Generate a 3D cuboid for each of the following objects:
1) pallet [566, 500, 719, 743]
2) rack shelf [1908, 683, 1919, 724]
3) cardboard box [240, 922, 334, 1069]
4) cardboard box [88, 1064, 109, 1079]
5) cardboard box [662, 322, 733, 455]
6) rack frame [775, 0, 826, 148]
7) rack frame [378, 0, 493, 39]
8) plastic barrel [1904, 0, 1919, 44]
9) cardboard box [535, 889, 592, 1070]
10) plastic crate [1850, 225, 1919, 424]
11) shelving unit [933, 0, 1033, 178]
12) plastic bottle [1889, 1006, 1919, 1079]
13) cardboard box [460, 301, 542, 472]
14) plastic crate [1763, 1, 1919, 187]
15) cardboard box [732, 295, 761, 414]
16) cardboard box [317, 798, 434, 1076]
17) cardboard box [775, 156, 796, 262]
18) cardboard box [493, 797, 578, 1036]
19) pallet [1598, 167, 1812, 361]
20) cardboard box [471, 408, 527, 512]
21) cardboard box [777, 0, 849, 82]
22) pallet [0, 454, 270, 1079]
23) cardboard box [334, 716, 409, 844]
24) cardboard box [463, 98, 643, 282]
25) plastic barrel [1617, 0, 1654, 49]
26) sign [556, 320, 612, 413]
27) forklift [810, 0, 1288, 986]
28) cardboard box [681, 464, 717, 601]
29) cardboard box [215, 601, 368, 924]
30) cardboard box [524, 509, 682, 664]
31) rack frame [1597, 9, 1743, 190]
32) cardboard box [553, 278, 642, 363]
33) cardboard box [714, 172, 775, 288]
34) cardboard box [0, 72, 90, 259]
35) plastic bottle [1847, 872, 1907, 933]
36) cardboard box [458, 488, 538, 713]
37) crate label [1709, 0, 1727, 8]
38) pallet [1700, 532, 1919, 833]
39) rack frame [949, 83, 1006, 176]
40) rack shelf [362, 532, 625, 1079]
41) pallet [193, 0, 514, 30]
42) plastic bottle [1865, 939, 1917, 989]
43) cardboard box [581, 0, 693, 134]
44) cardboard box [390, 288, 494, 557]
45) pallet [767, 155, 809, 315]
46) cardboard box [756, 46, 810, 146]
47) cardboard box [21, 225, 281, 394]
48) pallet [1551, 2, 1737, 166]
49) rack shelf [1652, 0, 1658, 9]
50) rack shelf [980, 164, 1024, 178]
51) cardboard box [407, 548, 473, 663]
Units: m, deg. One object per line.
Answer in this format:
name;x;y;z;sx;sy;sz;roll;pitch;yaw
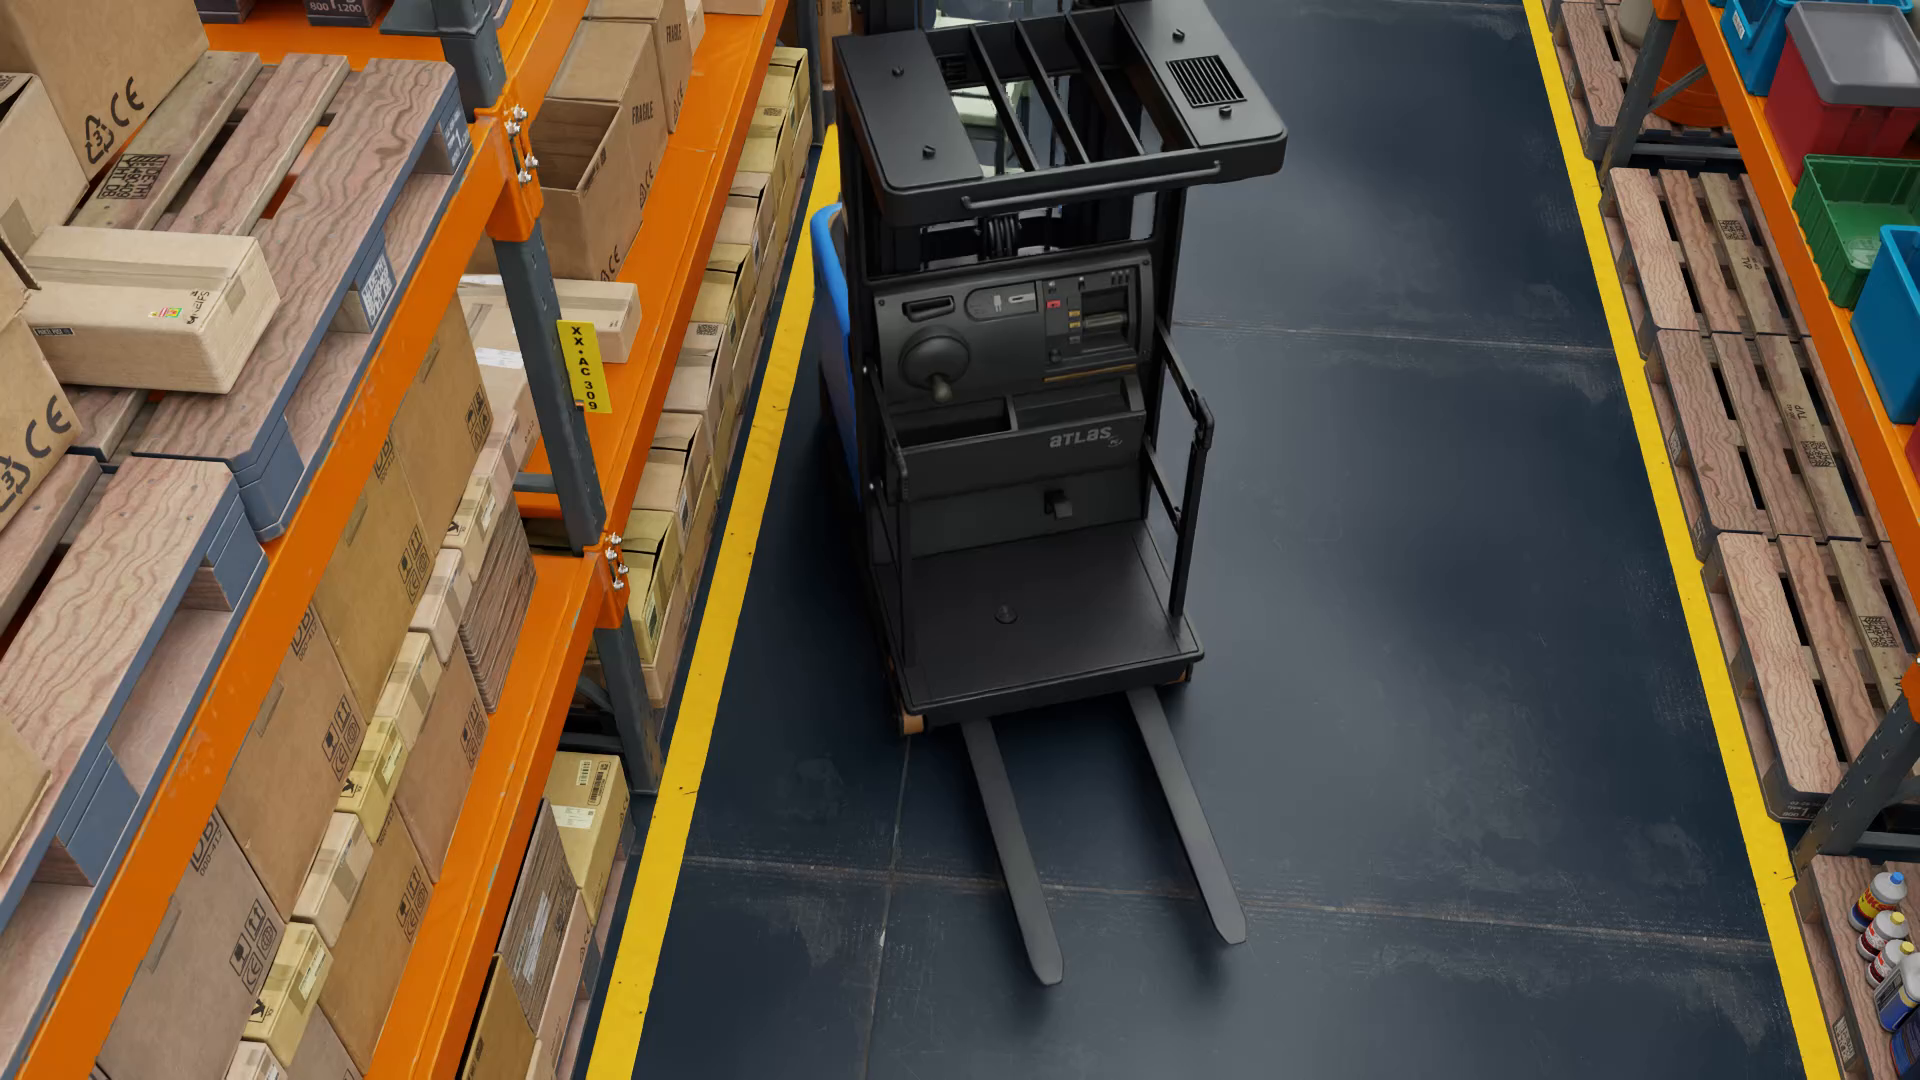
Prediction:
pallet;-1.540;0.214;6.412;1.003;0.211;1.213;4;48;4
rack shelf;3.182;1.865;3.499;1.077;0.370;4.000;4;48;4
cardboard box;-1.518;0.906;3.381;0.380;0.149;0.250;5;48;5
cardboard box;-1.785;1.146;2.722;0.700;0.500;0.500;4;48;4
cardboard box;-1.186;-0.621;6.484;0.500;0.311;0.500;2;48;2
rack frame;-1.204;-3.123;7.573;1.000;3.000;0.127;4;48;4
rack frame;-1.568;-2.208;2.671;1.000;3.000;0.127;4;48;4
plastic barrel;3.847;-2.054;6.520;0.421;0.512;0.421;0;48;0
cardboard box;-1.448;1.325;5.084;0.500;0.250;0.500;4;48;4
plastic crate;3.155;-0.674;5.344;0.392;0.384;0.575;4;48;4
shelving unit;0.040;-1.561;7.161;0.431;1.500;0.755;7;48;7
plastic bottle;2.877;1.463;4.876;0.144;0.351;0.185;5;48;5
cardboard box;-1.567;-0.498;5.274;0.500;0.250;0.500;7;48;6
plastic crate;3.277;-1.642;6.175;0.402;0.464;0.583;4;48;4
cardboard box;-1.145;-0.807;7.034;0.500;0.250;0.500;5;48;4
cardboard box;-1.694;0.866;3.858;0.700;0.500;0.500;5;48;4
cardboard box;-1.052;-1.555;7.718;0.500;0.250;0.500;3;48;3
cardboard box;-1.450;1.072;4.808;0.500;0.500;0.500;4;48;4
pallet;3.619;-1.279;7.777;1.003;0.211;1.213;4;48;4
cardboard box;-1.380;-0.222;4.413;0.380;0.149;0.250;4;48;3
cardboard box;-0.878;-2.743;8.622;0.500;0.500;0.500;6;48;5
pallet;-1.734;0.357;2.418;1.003;0.211;1.213;4;48;4
cardboard box;-1.474;0.526;3.729;0.380;0.149;0.250;4;48;3
cardboard box;-1.434;-1.168;5.717;0.500;0.500;0.500;7;48;6
plastic barrel;3.719;-2.871;8.744;0.421;0.512;0.421;0;48;0
sign;-1.016;-0.466;4.503;0.100;0.325;0.005;4;48;4
forklift;0.236;-0.593;5.307;1.130;2.935;3.031;-10;48;-9
cardboard box;-1.237;-0.053;6.344;0.500;0.250;0.500;5;48;5
cardboard box;-1.694;0.411;3.395;0.700;0.500;0.500;4;48;4
cardboard box;-1.283;0.127;5.800;0.500;0.311;0.500;4;48;4
rack frame;3.729;-2.787;7.266;1.000;3.000;0.127;4;48;4
cardboard box;-1.284;-0.736;5.561;0.380;0.149;0.250;4;48;4
cardboard box;-1.096;-1.371;7.170;0.500;0.311;0.500;4;48;3
cardboard box;-1.926;-0.606;2.919;0.500;0.311;0.500;2;48;1
plastic bottle;2.898;1.129;5.235;0.097;0.271;0.097;0;48;0
cardboard box;-1.603;0.109;4.550;0.700;0.500;0.500;3;48;3
crate label;3.317;-2.446;7.068;0.303;0.233;0.416;4;48;4
pallet;3.397;0.514;6.137;1.003;0.211;1.213;4;48;4
rack frame;-0.024;-1.295;6.918;0.400;1.500;0.023;7;48;7
rack shelf;-1.751;1.529;3.806;1.077;0.370;4.000;4;48;4
pallet;-1.501;-1.780;4.442;0.805;0.209;1.217;2;48;2
plastic bottle;2.880;1.302;5.124;0.097;0.201;0.097;0;48;0
cardboard box;-1.341;-1.922;6.408;0.500;0.500;0.500;2;48;1
cardboard box;-1.603;-0.329;4.071;0.700;0.500;0.500;4;48;4
pallet;-1.318;-1.579;8.052;1.003;0.211;1.213;4;48;4
cardboard box;-1.006;-2.124;7.859;0.500;0.311;0.500;5;48;5
cardboard box;-1.406;-0.395;2.837;0.380;0.149;0.250;4;48;4
pallet;3.759;-2.428;8.828;1.003;0.211;1.213;4;48;4
rack shelf;3.911;-4.014;8.876;1.077;0.370;4.000;4;48;4
rack shelf;0.040;-1.341;7.402;0.431;0.370;0.720;7;48;7
cardboard box;-1.426;0.152;4.071;0.380;0.149;0.250;3;48;2
